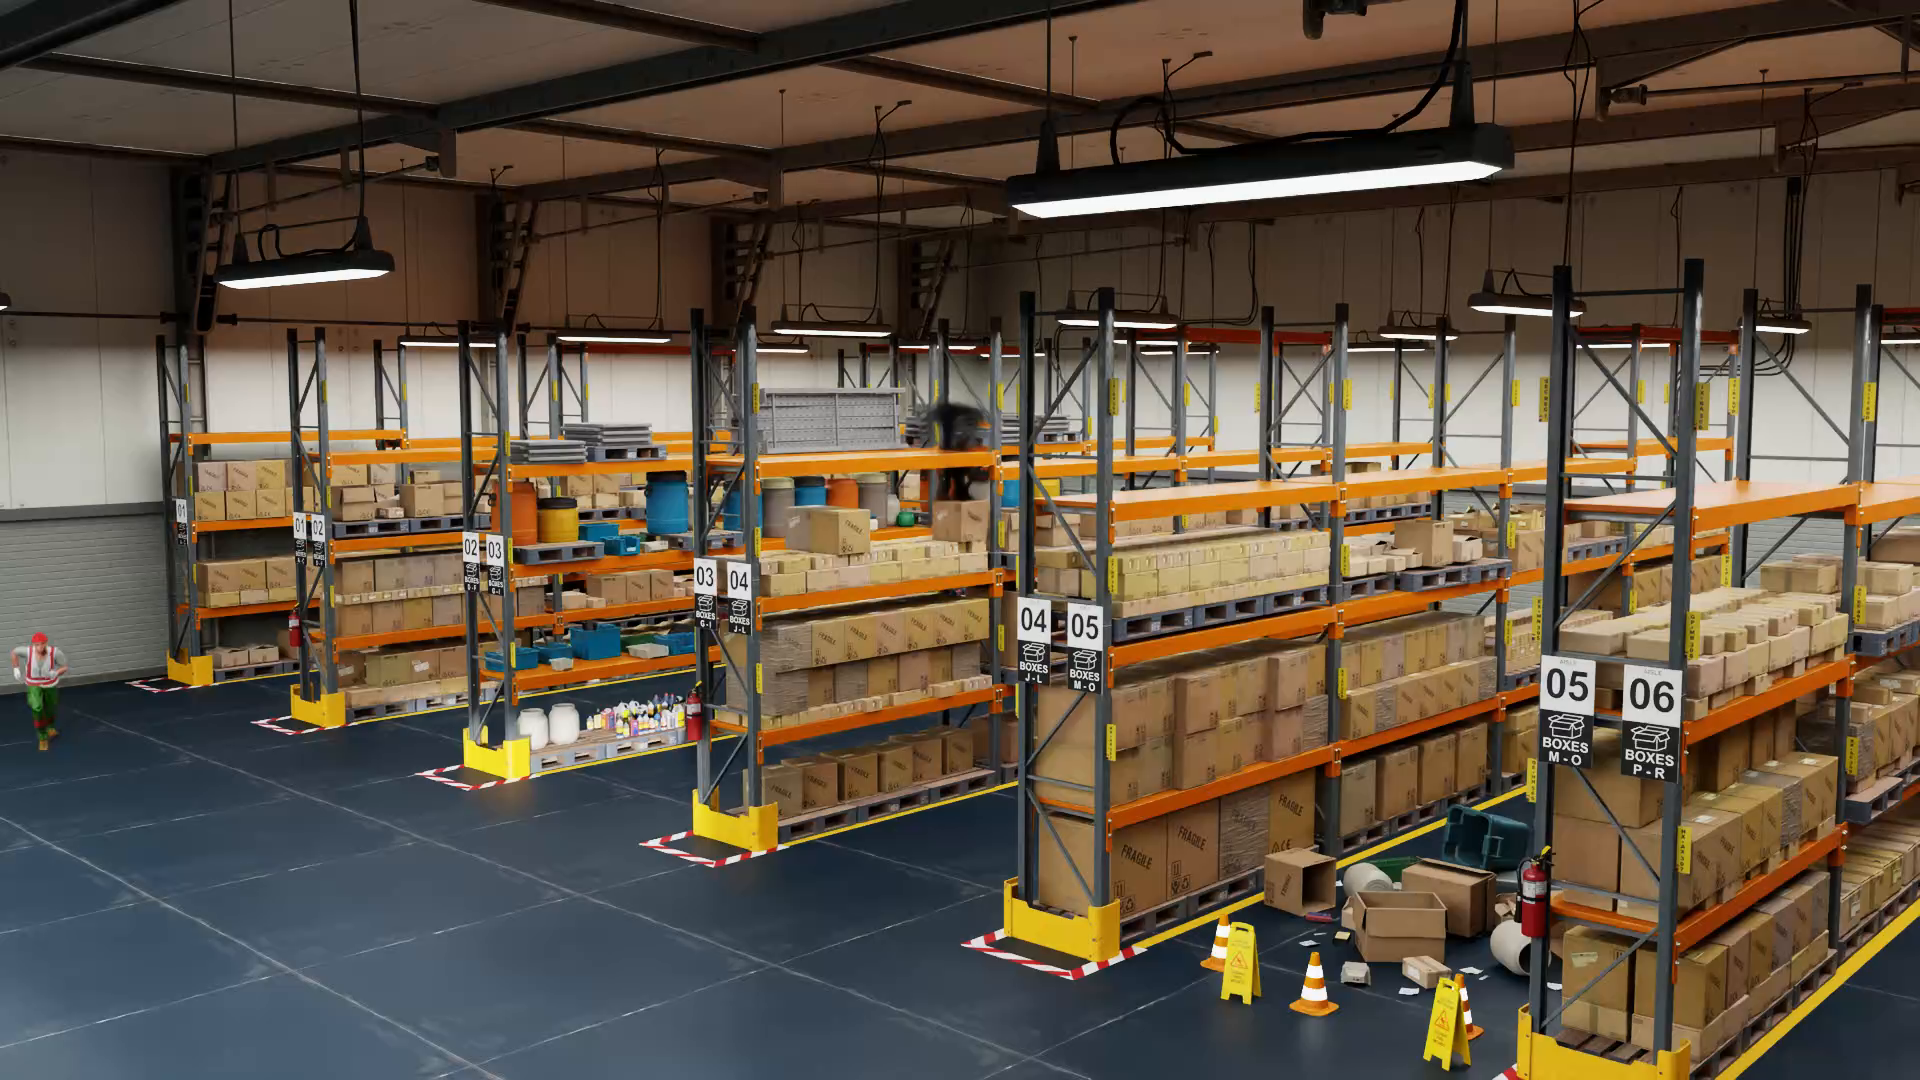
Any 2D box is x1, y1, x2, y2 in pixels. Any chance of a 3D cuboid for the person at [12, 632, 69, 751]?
[{"bbox_3d":[-13.086,2.128,23.708,0.713,1.730,1.026,-2,6,-25],"label":"person"}]
